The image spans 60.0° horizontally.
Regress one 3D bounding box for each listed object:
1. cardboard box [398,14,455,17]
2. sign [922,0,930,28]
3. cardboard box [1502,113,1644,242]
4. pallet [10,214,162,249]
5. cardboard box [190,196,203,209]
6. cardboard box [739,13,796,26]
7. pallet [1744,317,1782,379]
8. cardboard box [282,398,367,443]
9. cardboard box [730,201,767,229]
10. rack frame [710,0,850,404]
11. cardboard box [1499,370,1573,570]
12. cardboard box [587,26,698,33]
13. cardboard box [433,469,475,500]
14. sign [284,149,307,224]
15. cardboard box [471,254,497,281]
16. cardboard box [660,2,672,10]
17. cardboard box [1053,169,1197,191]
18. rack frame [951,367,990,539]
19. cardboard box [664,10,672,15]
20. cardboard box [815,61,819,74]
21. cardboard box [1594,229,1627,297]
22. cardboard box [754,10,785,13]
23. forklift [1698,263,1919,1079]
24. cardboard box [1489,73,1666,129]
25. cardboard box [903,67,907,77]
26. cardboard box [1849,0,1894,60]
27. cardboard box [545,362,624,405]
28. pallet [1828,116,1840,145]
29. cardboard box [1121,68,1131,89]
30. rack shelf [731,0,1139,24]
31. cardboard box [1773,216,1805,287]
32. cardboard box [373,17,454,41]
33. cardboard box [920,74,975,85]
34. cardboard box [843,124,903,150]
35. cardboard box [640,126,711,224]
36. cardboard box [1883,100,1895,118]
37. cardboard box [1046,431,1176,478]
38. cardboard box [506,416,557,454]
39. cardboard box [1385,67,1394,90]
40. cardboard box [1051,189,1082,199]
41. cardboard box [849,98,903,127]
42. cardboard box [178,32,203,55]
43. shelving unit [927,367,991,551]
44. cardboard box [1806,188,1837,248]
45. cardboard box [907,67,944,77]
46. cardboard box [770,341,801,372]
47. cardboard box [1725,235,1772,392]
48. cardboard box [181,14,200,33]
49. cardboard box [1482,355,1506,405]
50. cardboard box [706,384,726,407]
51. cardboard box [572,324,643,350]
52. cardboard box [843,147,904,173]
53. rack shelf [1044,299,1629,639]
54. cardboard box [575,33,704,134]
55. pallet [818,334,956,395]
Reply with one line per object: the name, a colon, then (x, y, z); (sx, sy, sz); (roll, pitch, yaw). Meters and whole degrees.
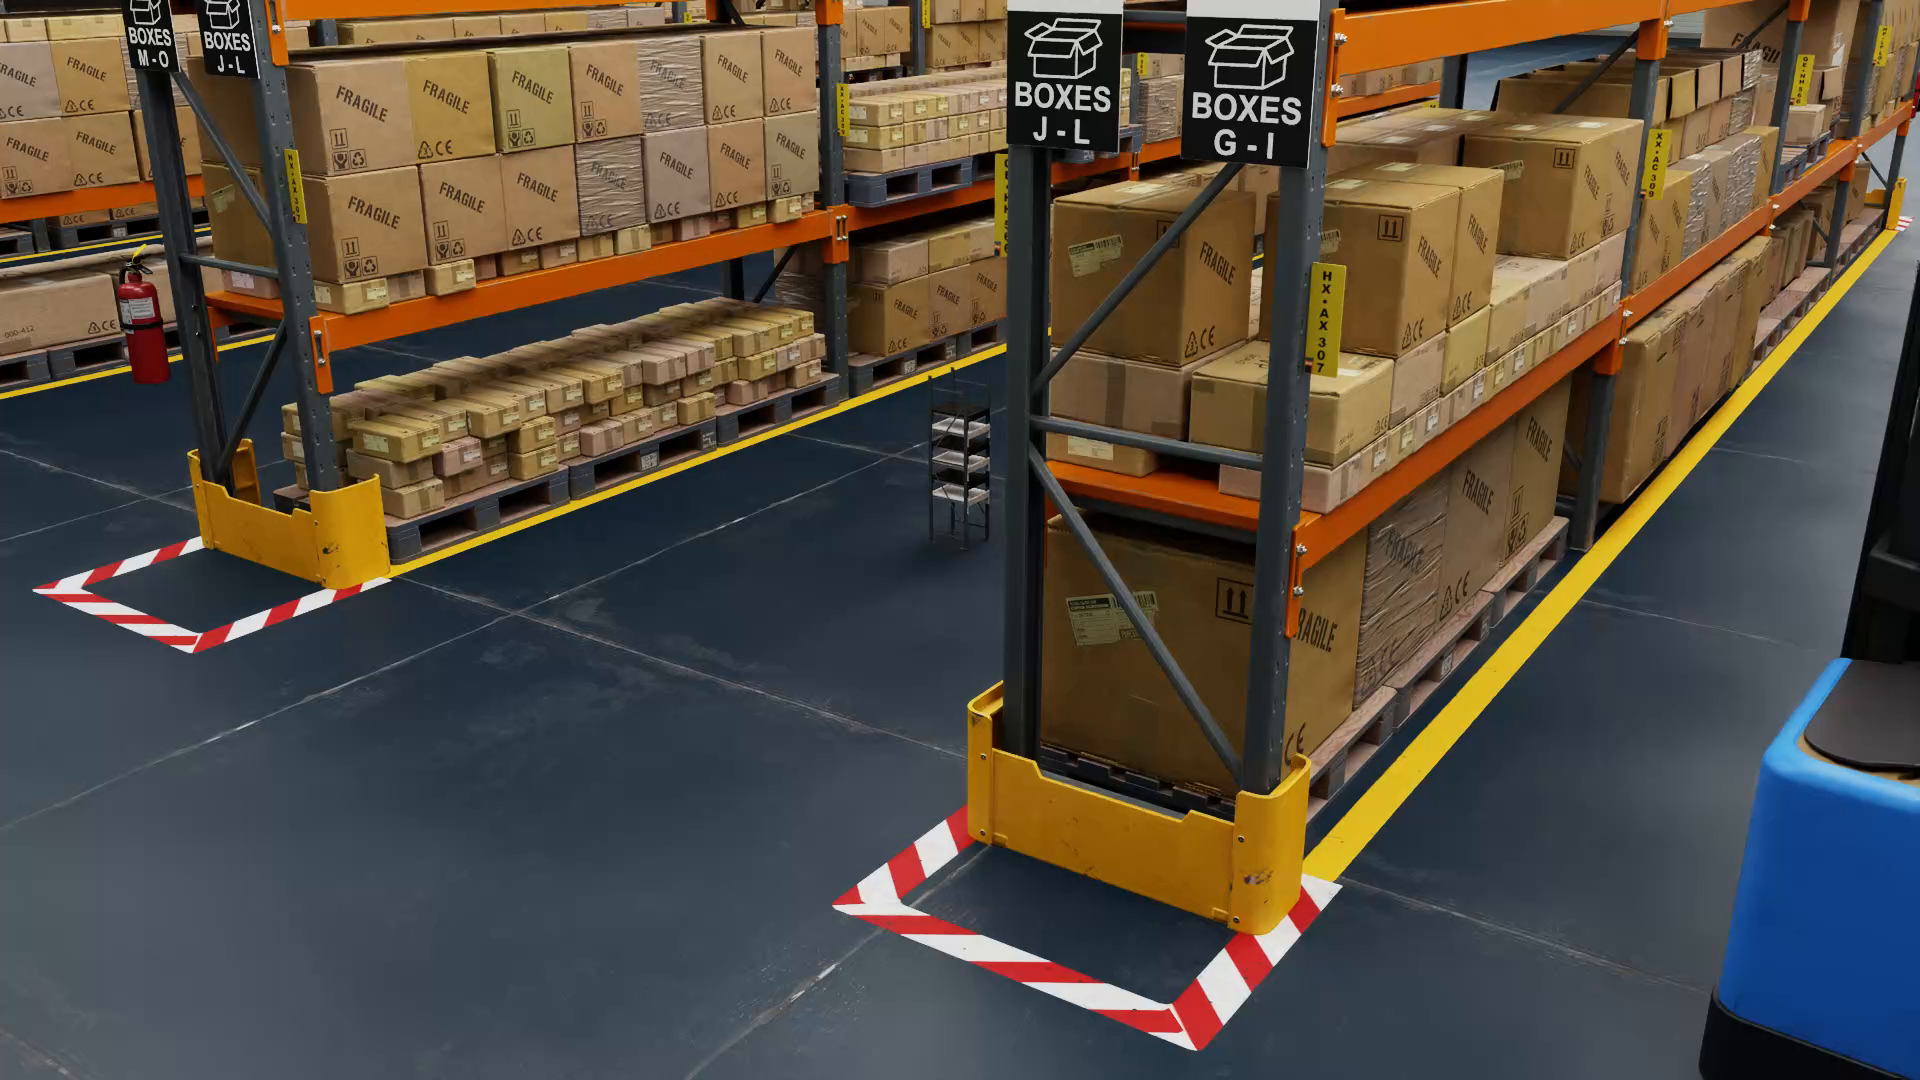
cardboard box: (-4.723, -4.364, 14.653); (0.500, 0.500, 0.500); (14, 25, 33)
sign: (-0.394, -6.110, 19.291); (0.100, 0.325, 0.005); (13, 24, 32)
cardboard box: (2.806, -1.683, 7.699); (0.500, 0.500, 0.500); (14, 25, 33)
pallet: (-9.034, -3.279, 17.325); (1.003, 0.211, 1.213); (13, 24, 32)
cardboard box: (-8.426, -3.763, 17.611); (0.500, 0.500, 0.500); (12, 24, 30)
cardboard box: (-2.079, -5.299, 17.588); (0.500, 0.500, 0.500); (14, 24, 33)
pallet: (5.533, -1.510, 12.544); (1.003, 0.211, 1.213); (13, 24, 32)
cardboard box: (-3.362, -0.635, 8.805); (0.380, 0.149, 0.250); (14, 24, 32)
cardboard box: (-1.423, -2.037, 10.311); (0.380, 0.149, 0.250); (14, 25, 34)
rack frame: (-1.202, -2.443, 11.045); (1.000, 3.000, 0.127); (13, 24, 32)
cardboard box: (2.406, -0.473, 8.178); (0.875, 0.875, 0.875); (13, 24, 32)
cardboard box: (-1.936, -2.865, 10.171); (0.500, 0.500, 0.500); (12, 24, 30)
cardboard box: (-2.812, -0.334, 8.848); (0.380, 0.149, 0.250); (13, 24, 32)
sign: (-3.001, -1.595, 7.506); (0.100, 0.325, 0.005); (13, 24, 32)
cardboard box: (-2.660, -1.455, 8.738); (0.380, 0.149, 0.250); (15, 25, 34)
cardboard box: (-4.100, -7.387, 22.904); (0.380, 0.149, 0.250); (14, 24, 33)
cardboard box: (1.464, -2.889, 14.890); (1.050, 0.750, 0.750); (13, 24, 31)
rack frame: (0.053, -0.449, 8.681); (0.240, 0.900, 0.006); (13, 24, 32)
cardboard box: (-4.098, -7.244, 22.946); (0.380, 0.149, 0.250); (14, 24, 33)
cardboard box: (-1.735, -5.207, 18.274); (0.380, 0.149, 0.250); (12, 24, 30)
cardboard box: (2.812, -1.338, 7.845); (0.500, 0.250, 0.500); (13, 24, 31)
cardboard box: (-2.206, -5.547, 18.259); (0.500, 0.500, 0.500); (12, 24, 30)
forklift: (3.347, -0.126, 4.881); (1.130, 2.935, 3.031); (15, 25, 36)
cardboard box: (3.196, -2.149, 8.660); (0.797, 0.503, 0.637); (13, 24, 30)
cardboard box: (-0.792, -5.781, 20.433); (0.380, 0.149, 0.250); (14, 24, 33)
cardboard box: (7.804, -4.477, 14.530); (0.500, 0.500, 0.500); (13, 24, 32)
cardboard box: (-2.151, -0.900, 9.520); (0.380, 0.149, 0.250); (14, 24, 33)
pallet: (6.791, -3.461, 14.074); (1.003, 0.211, 1.213); (13, 24, 32)
cardboard box: (1.150, -3.719, 13.394); (0.380, 0.149, 0.250); (12, 24, 30)
rack shelf: (-0.077, -4.086, 12.201); (1.077, 0.370, 4.000); (13, 24, 32)
cardboard box: (6.694, -2.471, 14.090); (0.700, 0.500, 0.500); (13, 24, 31)
cardboard box: (-4.604, -4.117, 13.985); (0.500, 0.500, 0.500); (13, 24, 32)
cardboard box: (-0.111, -3.476, 12.739); (0.380, 0.149, 0.250); (14, 25, 33)
cardboard box: (-0.600, -2.685, 11.027); (0.380, 0.149, 0.250); (14, 24, 33)
cardboard box: (-1.814, -2.144, 9.665); (0.500, 0.500, 0.500); (13, 24, 32)
cardboard box: (8.843, -4.199, 16.155); (0.380, 0.149, 0.250); (13, 24, 32)
cardboard box: (0.523, -0.347, 5.743); (0.380, 0.149, 0.250); (14, 24, 33)
cardboard box: (-2.445, -0.602, 9.145); (0.380, 0.149, 0.250); (14, 25, 33)
cardboard box: (4.399, -5.383, 18.776); (0.875, 0.550, 0.500); (13, 24, 32)
cardboard box: (0.879, -2.719, 13.710); (0.500, 0.250, 0.500); (13, 24, 31)
cardboard box: (-0.600, -2.824, 10.976); (0.380, 0.149, 0.250); (15, 25, 35)
cardboard box: (-5.681, -3.562, 12.485); (0.500, 0.500, 0.500); (13, 24, 31)
shelving unit: (-0.005, -0.420, 8.603); (0.258, 0.900, 0.210); (13, 24, 32)
cardboard box: (7.914, -3.039, 15.655); (0.500, 0.500, 0.500); (-15, 25, -35)
cardboard box: (-0.413, -5.585, 19.901); (0.380, 0.149, 0.250); (13, 24, 32)
cardboard box: (-1.258, -1.210, 10.787); (0.380, 0.149, 0.250); (12, 23, 29)
cardboard box: (4.687, -1.601, 11.226); (1.225, 0.875, 0.875); (12, 23, 29)
cardboard box: (-5.776, -3.849, 12.325); (0.380, 0.149, 0.250); (13, 24, 31)
cardboard box: (1.931, -0.660, 6.588); (0.380, 0.149, 0.250); (13, 24, 30)
cardboard box: (-1.699, -0.925, 10.446); (0.380, 0.149, 0.250); (13, 24, 31)
cardboard box: (-2.210, -1.237, 10.433); (0.380, 0.149, 0.250); (14, 24, 33)
cardboard box: (-0.600, -2.545, 11.079); (0.380, 0.149, 0.250); (12, 23, 29)
rack shelf: (1.719, -0.535, 6.925); (1.077, 0.370, 4.000); (13, 24, 32)
cardboard box: (-1.828, -2.617, 9.502); (0.500, 0.500, 0.500); (14, 24, 33)
pallet: (-0.765, -1.359, 12.134); (1.003, 0.211, 1.213); (13, 24, 32)
